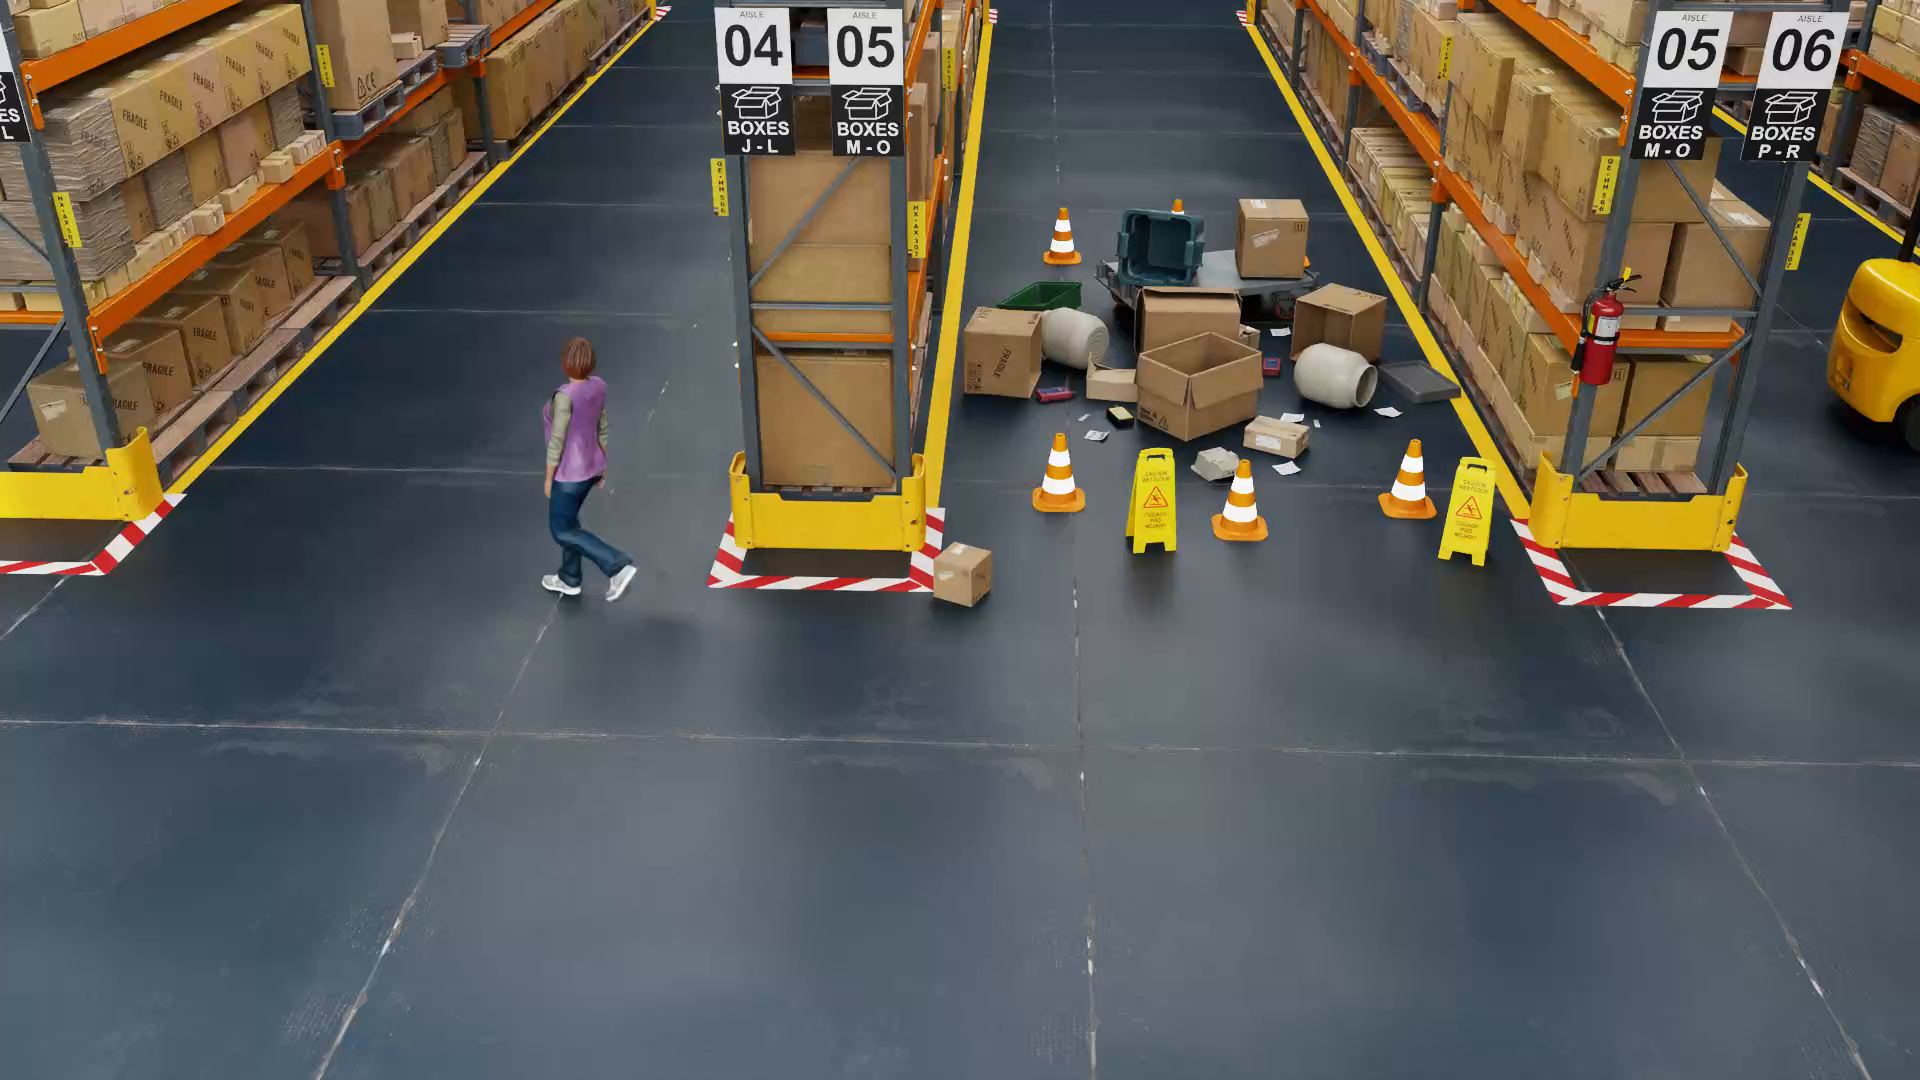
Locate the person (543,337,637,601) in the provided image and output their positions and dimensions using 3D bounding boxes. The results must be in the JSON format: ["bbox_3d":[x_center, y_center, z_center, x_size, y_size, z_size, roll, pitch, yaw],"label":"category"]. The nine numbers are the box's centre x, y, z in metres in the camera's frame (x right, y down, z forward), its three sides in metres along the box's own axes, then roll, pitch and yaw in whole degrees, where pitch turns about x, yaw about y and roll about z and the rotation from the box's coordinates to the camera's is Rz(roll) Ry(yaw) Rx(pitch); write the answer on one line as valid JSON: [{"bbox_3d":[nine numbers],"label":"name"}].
[{"bbox_3d":[-2.109,-0.373,9.325,0.725,1.564,0.425,12,31,21],"label":"person"}]
